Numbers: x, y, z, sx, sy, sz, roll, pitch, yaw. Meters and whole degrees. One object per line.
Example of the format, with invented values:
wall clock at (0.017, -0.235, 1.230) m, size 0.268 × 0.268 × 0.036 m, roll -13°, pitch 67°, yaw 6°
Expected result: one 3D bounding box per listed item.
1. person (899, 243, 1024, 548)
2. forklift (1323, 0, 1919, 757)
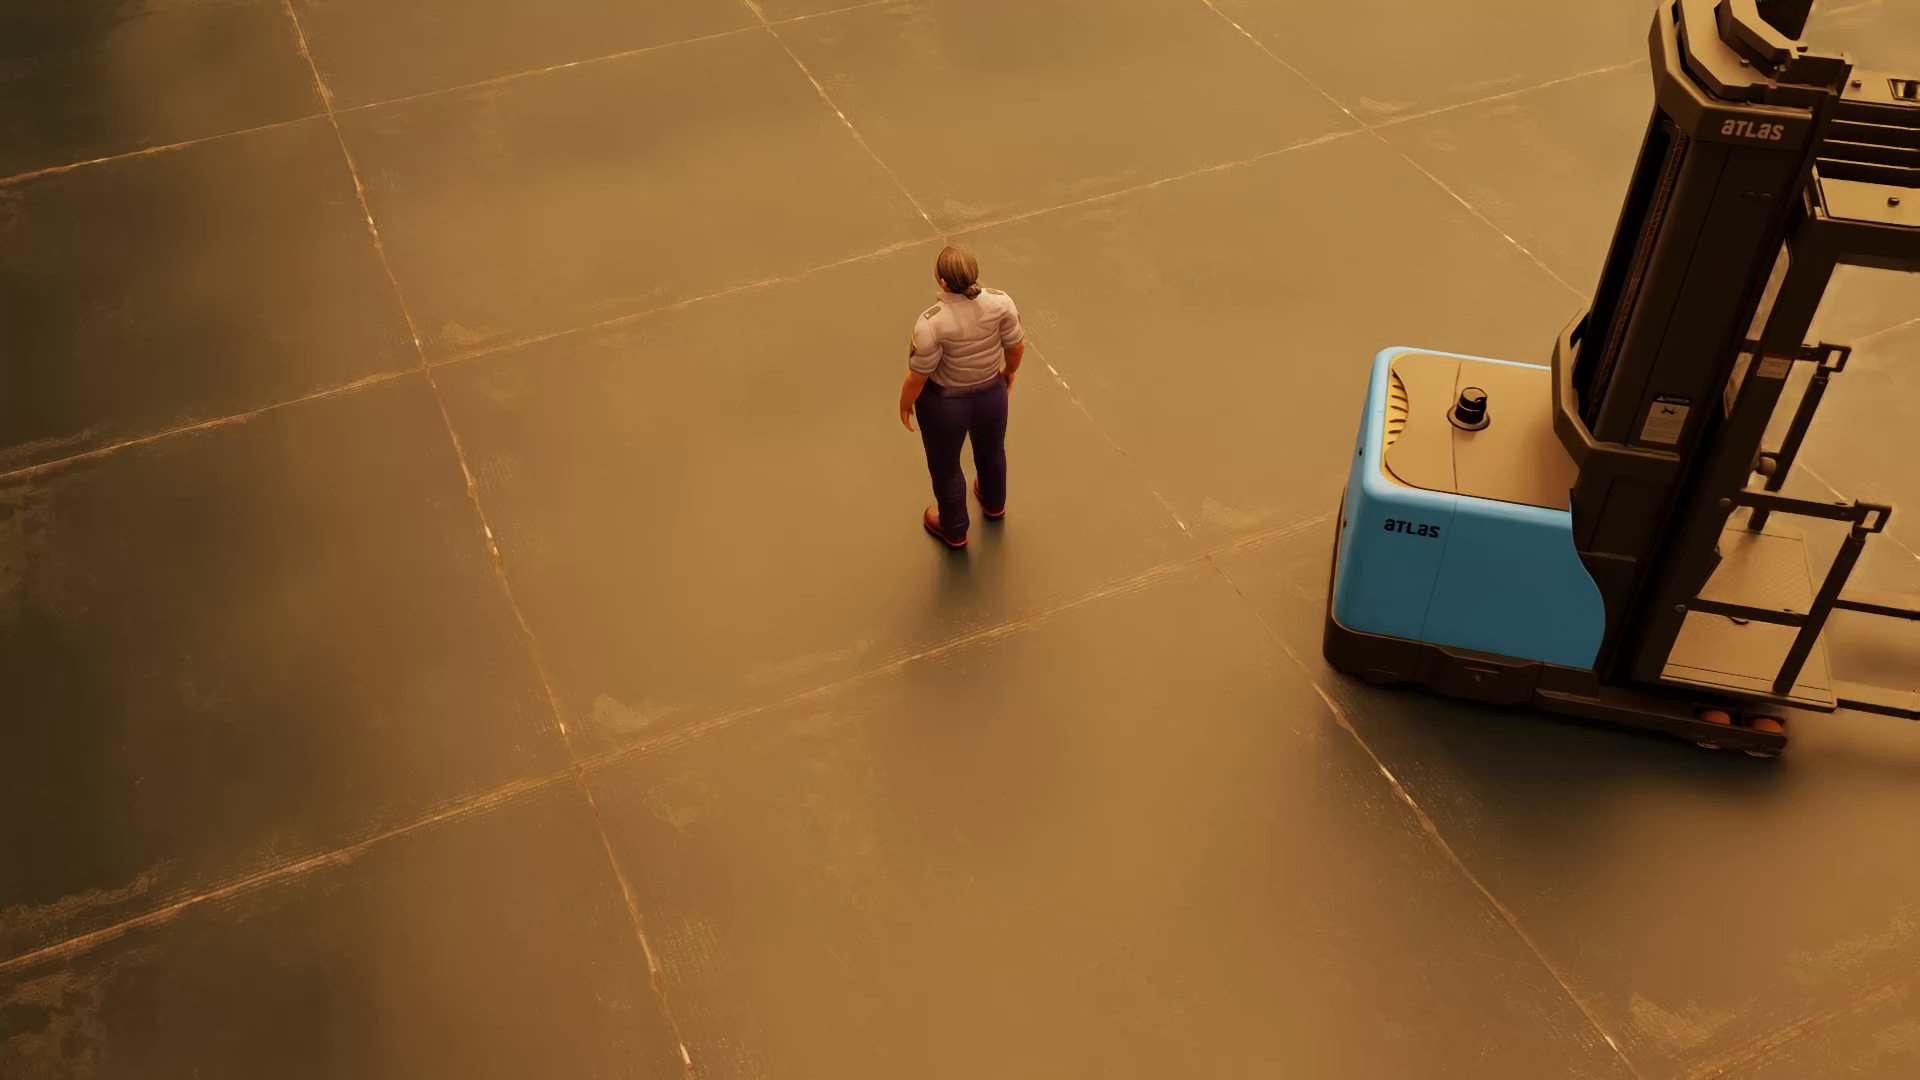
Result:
person at (-0.017, -0.670, 7.328) m, size 0.598 × 1.651 × 0.502 m, roll -18°, pitch 46°, yaw -18°
forklift at (3.144, -0.578, 6.300) m, size 3.031 × 2.935 × 1.130 m, roll 9°, pitch 44°, yaw 10°
